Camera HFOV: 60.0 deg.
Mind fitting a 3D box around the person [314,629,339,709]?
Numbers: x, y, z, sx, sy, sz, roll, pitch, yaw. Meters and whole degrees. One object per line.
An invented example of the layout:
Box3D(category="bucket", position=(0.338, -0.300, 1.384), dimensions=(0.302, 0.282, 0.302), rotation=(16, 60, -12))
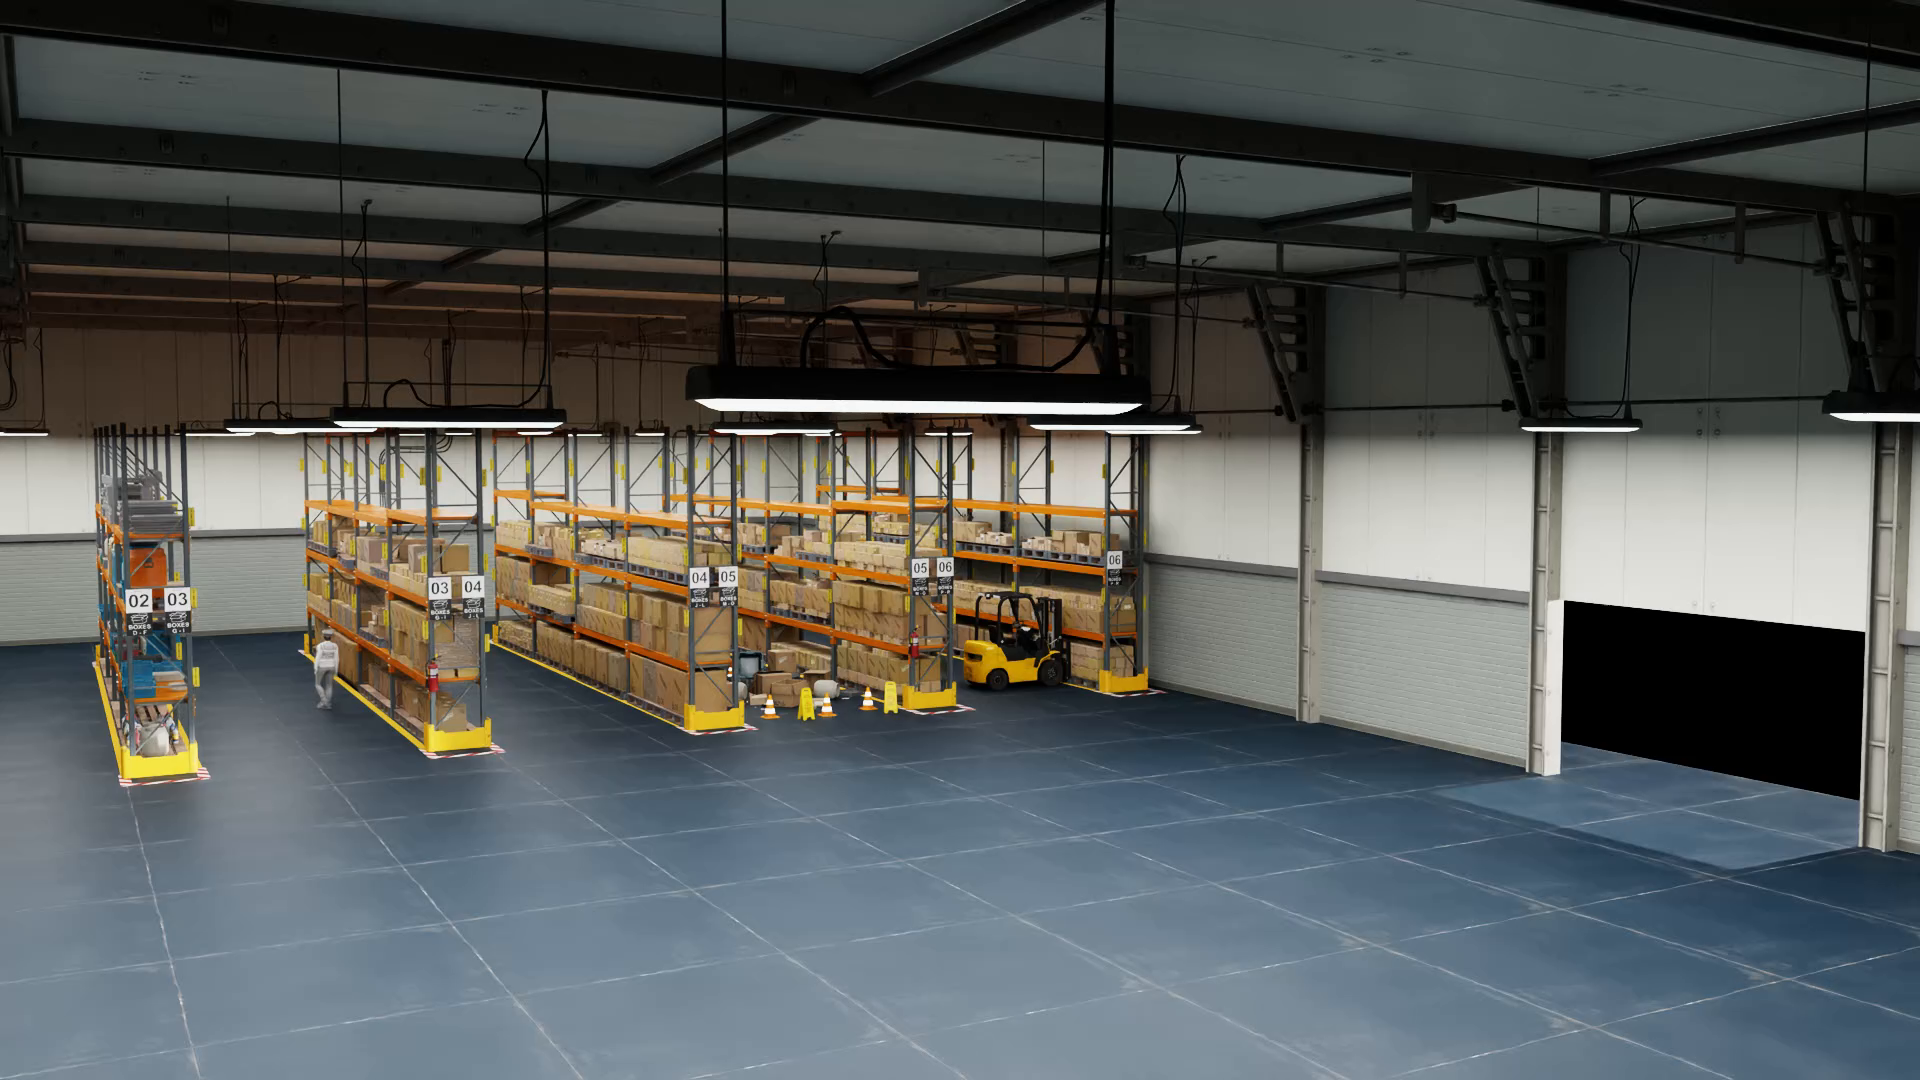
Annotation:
Box3D(category="person", position=(-13.400, 2.748, 35.217), dimensions=(0.520, 1.672, 0.437), rotation=(-2, 4, -35))
